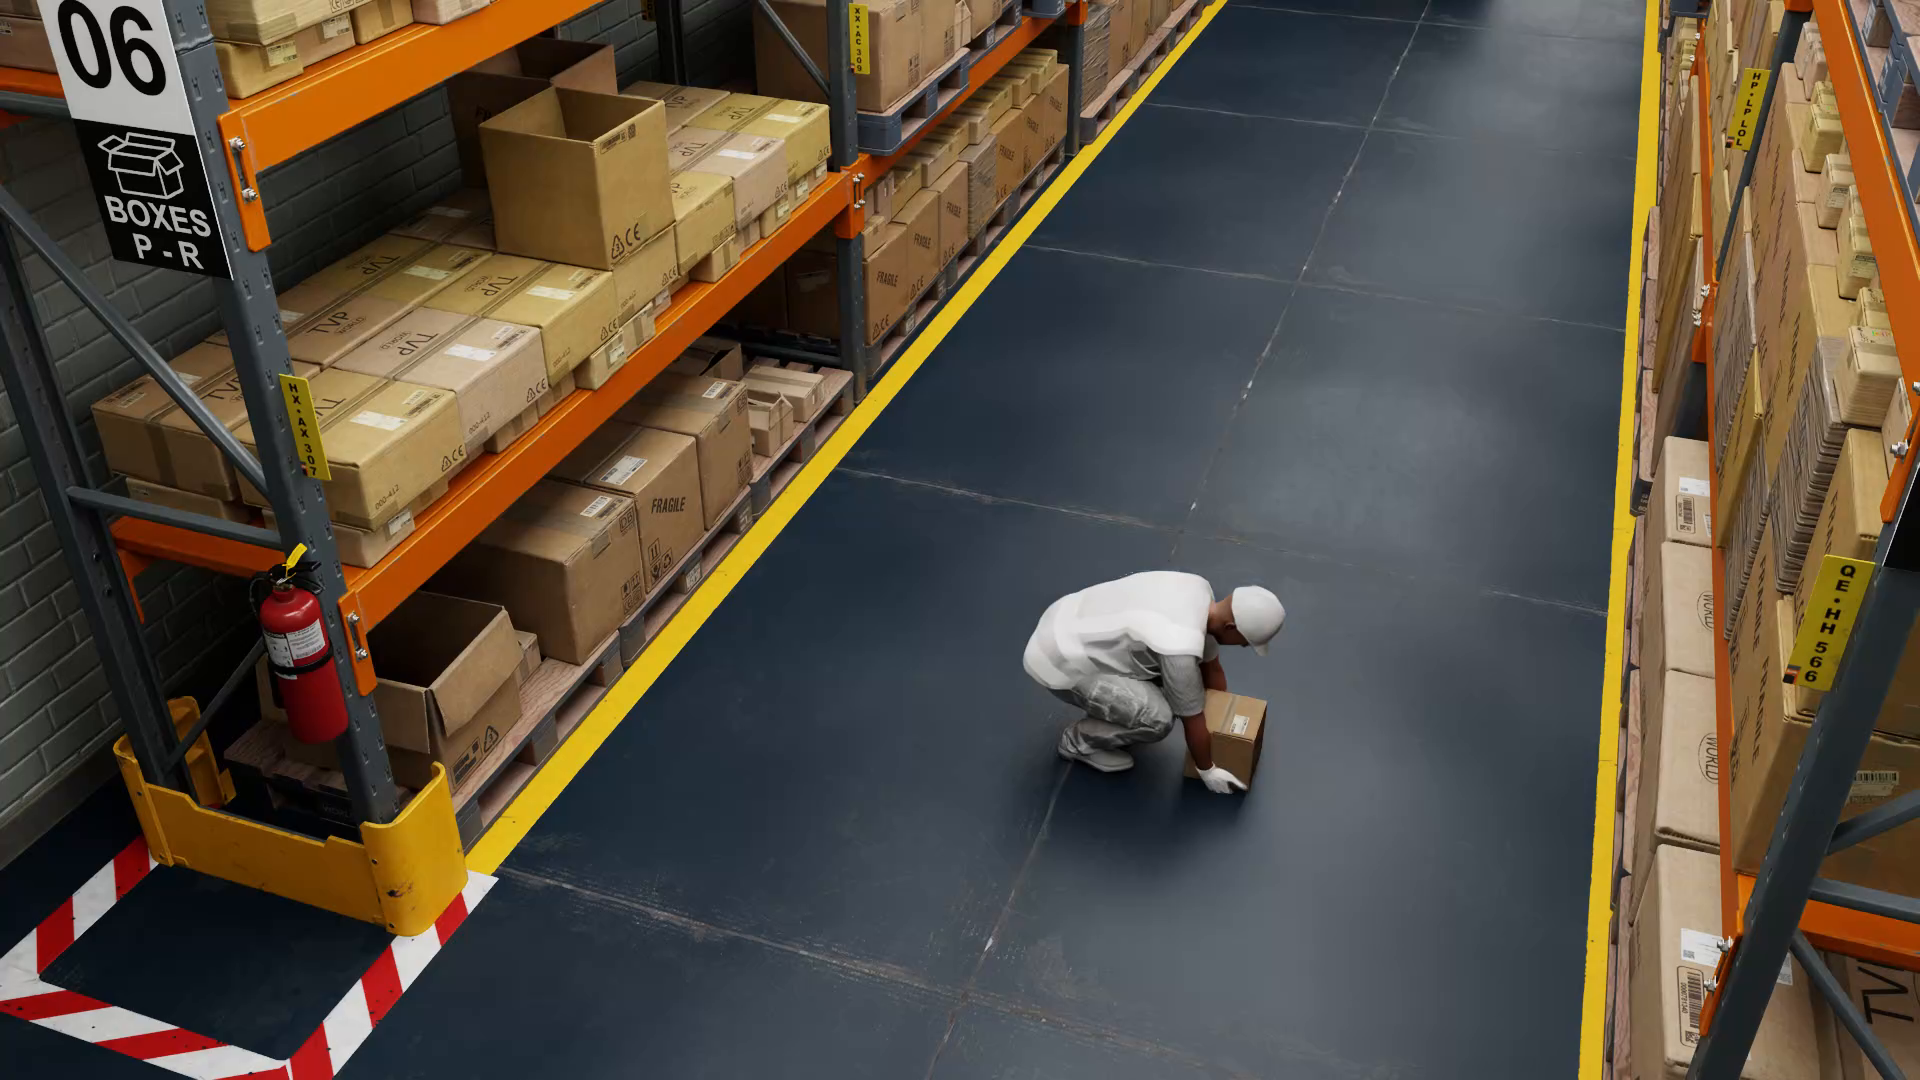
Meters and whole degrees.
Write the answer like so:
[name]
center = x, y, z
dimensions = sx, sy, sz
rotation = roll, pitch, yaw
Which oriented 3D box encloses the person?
[person]
center = 0.725, 0.504, 6.334
dimensions = 0.937, 0.875, 0.575
rotation = 11, 35, 16
